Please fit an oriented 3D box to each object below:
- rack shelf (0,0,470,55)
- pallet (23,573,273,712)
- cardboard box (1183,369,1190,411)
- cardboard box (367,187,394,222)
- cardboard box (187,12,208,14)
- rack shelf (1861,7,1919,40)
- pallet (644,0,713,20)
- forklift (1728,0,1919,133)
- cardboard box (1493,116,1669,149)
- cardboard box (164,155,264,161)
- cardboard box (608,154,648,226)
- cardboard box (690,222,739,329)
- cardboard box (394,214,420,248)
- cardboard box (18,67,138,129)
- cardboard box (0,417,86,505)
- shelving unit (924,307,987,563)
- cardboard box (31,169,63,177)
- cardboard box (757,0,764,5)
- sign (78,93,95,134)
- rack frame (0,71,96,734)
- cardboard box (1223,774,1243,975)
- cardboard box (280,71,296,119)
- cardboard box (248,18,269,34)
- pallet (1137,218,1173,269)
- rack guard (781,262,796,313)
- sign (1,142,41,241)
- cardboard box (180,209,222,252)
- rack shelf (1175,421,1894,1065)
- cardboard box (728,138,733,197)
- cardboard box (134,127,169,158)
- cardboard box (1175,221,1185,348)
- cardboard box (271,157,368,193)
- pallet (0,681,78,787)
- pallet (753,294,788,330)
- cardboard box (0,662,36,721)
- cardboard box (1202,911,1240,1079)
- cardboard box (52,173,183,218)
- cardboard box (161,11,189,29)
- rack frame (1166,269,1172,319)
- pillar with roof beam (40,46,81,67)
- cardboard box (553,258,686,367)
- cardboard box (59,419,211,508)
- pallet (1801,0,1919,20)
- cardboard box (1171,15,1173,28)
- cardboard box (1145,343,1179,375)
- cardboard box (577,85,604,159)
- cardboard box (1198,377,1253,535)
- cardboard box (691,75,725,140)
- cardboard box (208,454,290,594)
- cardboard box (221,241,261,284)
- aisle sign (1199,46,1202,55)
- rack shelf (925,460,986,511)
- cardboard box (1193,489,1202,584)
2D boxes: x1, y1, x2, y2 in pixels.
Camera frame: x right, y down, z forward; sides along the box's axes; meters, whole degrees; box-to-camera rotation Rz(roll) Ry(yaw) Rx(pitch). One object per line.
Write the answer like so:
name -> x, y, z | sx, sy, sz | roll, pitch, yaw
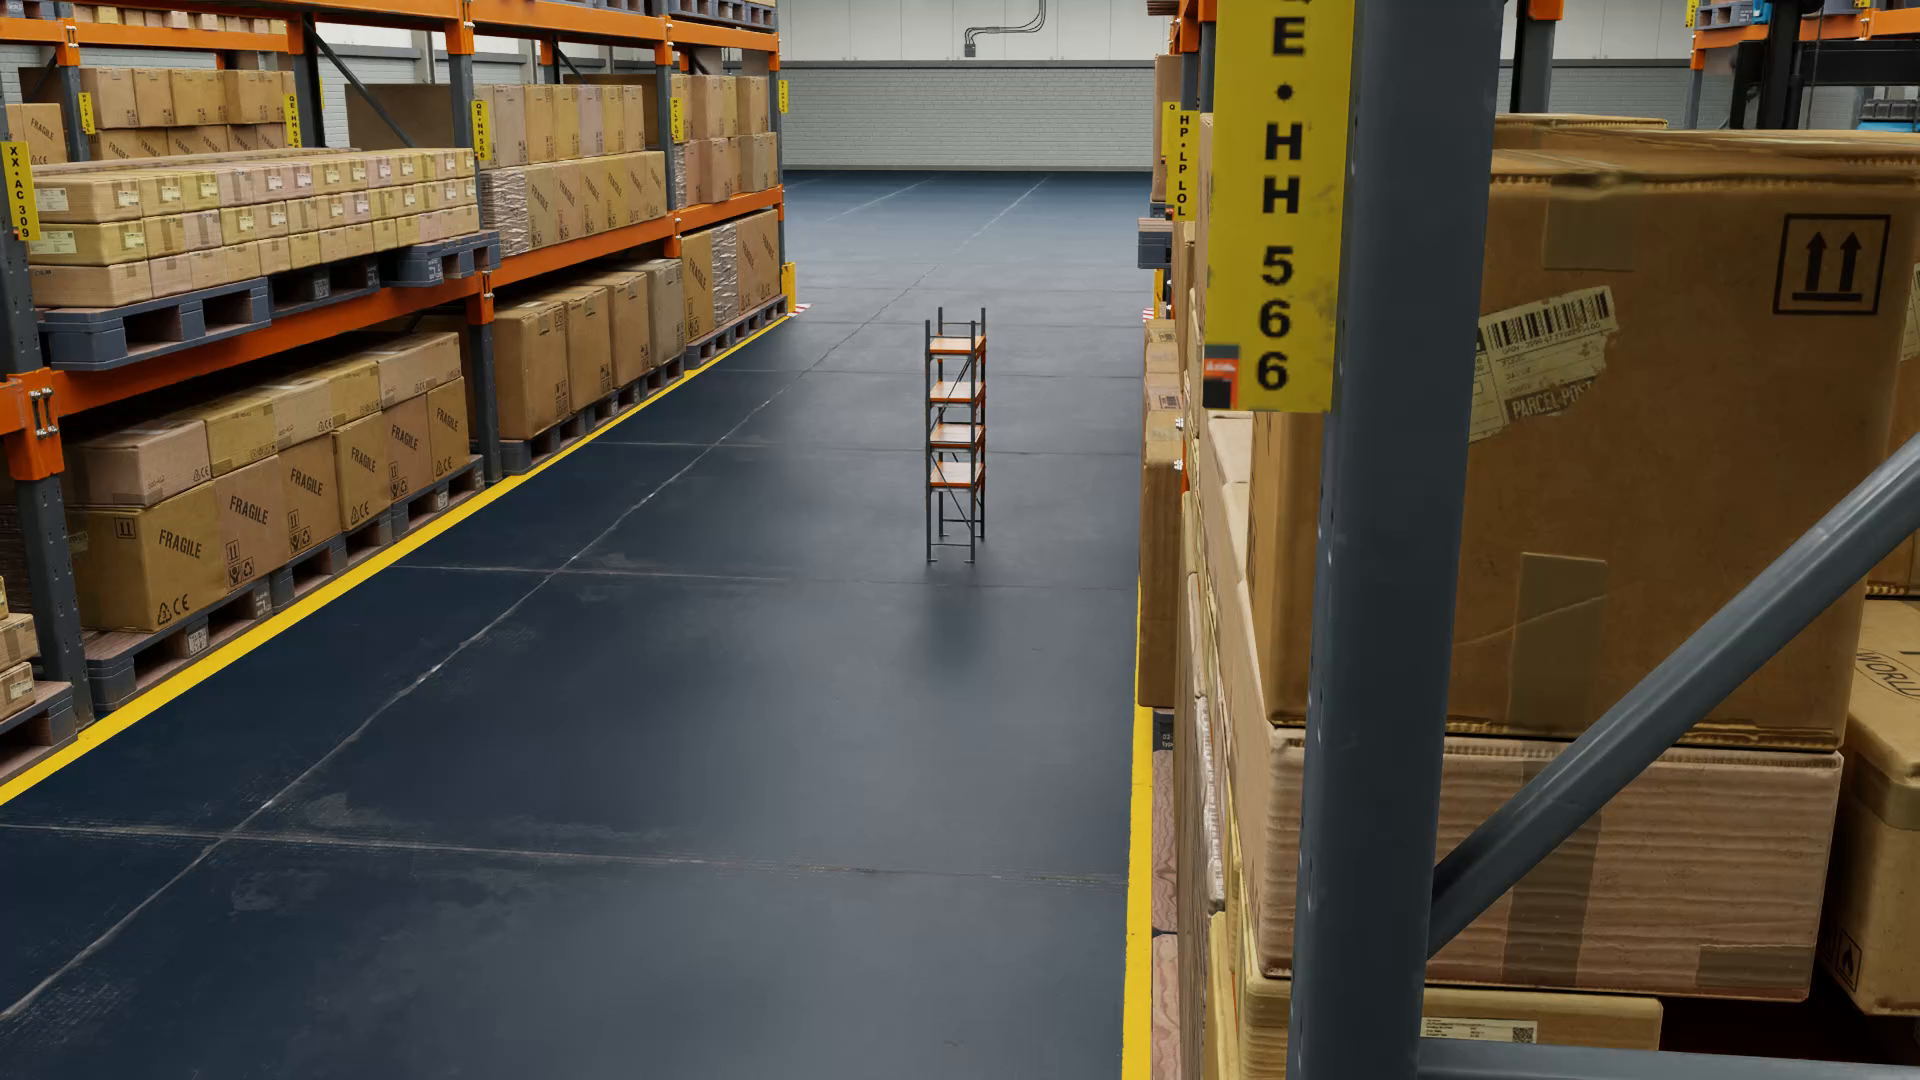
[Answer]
rack shelf -> -3.475, -2.388, 7.377 | 1.077, 0.370, 4.000 | 2, 15, 6
pallet -> -3.614, 0.376, 6.867 | 1.003, 0.211, 1.213 | 2, 15, 6
cardboard box -> 0.852, -0.408, 4.904 | 0.380, 0.149, 0.250 | 2, 15, 6
cardboard box -> -2.967, -1.622, 8.021 | 0.380, 0.149, 0.250 | 2, 15, 6
cardboard box -> -7.233, -4.982, 15.312 | 0.500, 0.250, 0.500 | 2, 15, 7
rack shelf -> 6.815, -3.107, 10.037 | 1.077, 0.370, 4.000 | 2, 15, 6
pallet -> -2.695, -4.460, 13.833 | 1.003, 0.211, 1.213 | 2, 15, 6
forklift -> 4.385, -1.445, 8.391 | 1.130, 2.935, 3.031 | 6, 16, 21
cardboard box -> 1.369, -0.772, 4.051 | 0.500, 0.500, 0.500 | 2, 15, 7
cardboard box -> -3.613, -1.788, 8.064 | 0.380, 0.149, 0.250 | 2, 15, 9
cardboard box -> -2.648, -2.617, 12.402 | 0.500, 0.500, 0.500 | 2, 15, 6
cardboard box -> -2.560, -2.415, 15.113 | 0.875, 0.875, 0.875 | 2, 15, 7
cardboard box -> -2.939, -1.550, 8.324 | 0.380, 0.149, 0.250 | 1, 15, 6
cardboard box -> -7.463, -3.745, 14.088 | 0.700, 0.500, 0.500 | 2, 15, 6
cardboard box -> -3.868, -0.327, 6.672 | 0.500, 0.250, 0.500 | 1, 15, 5
shelving unit -> -0.019, -0.536, 8.347 | 0.258, 1.200, 0.503 | 2, 15, 6
cardboard box -> -3.789, -1.383, 6.568 | 0.380, 0.149, 0.250 | 1, 15, 4
cardboard box -> -2.105, -5.230, 15.996 | 0.380, 0.149, 0.250 | 2, 15, 7
sign -> -7.176, -3.506, 13.663 | 0.100, 0.325, 0.005 | 2, 15, 6
rack frame -> -3.701, -0.768, 5.756 | 1.000, 3.000, 0.127 | 2, 15, 6
cardboard box -> 0.505, 0.393, 1.942 | 0.380, 0.149, 0.250 | 2, 15, 7
cardboard box -> -7.117, -4.536, 17.012 | 0.700, 0.500, 0.500 | 1, 15, 5
cardboard box -> -7.098, -5.092, 16.483 | 0.380, 0.149, 0.250 | 2, 15, 8
pallet -> 1.642, -1.729, 9.676 | 1.213, 0.211, 1.003 | 2, 15, 6
rack guard -> -2.344, -2.680, 17.615 | 1.175, 0.500, 0.348 | 2, 15, 6
sign -> -3.161, -1.172, 5.591 | 0.100, 0.325, 0.005 | 2, 15, 6
cardboard box -> -3.143, -1.216, 6.519 | 0.380, 0.149, 0.250 | 2, 15, 8
rack shelf -> 0.990, 0.270, 3.294 | 1.077, 0.370, 4.000 | 2, 15, 6
cardboard box -> -2.591, -3.432, 15.319 | 0.875, 0.550, 0.500 | 2, 15, 6
cardboard box -> -7.368, -3.391, 14.695 | 0.500, 0.500, 0.500 | 2, 15, 6
cardboard box -> 1.112, -1.037, 6.560 | 0.500, 0.500, 0.500 | 2, 15, 6
cardboard box -> -2.997, -1.698, 7.733 | 0.380, 0.149, 0.250 | 2, 15, 9
pallet -> -3.741, 0.753, 5.472 | 1.003, 0.211, 1.213 | 2, 15, 6
pallet -> -2.359, -2.325, 16.855 | 1.003, 0.211, 1.213 | 2, 15, 6
cardboard box -> -3.406, 0.517, 5.660 | 0.380, 0.149, 0.250 | 2, 15, 7
cardboard box -> 0.758, 1.096, 2.127 | 0.875, 0.875, 0.875 | 2, 15, 6
cardboard box -> -3.174, -1.298, 6.252 | 0.380, 0.149, 0.250 | 2, 15, 8
cardboard box -> -7.216, -4.695, 15.012 | 0.380, 0.149, 0.250 | 1, 15, 5
rack frame -> 2.119, -2.671, 12.792 | 1.000, 3.000, 0.127 | 2, 15, 6
pillar with roof beam -> -8.228, -8.317, 22.179 | 9.100, 9.000, 0.400 | 2, 15, 6
cardboard box -> -2.779, -1.796, 13.063 | 1.050, 0.750, 0.750 | 2, 15, 6
cardboard box -> -3.355, -0.310, 6.610 | 0.500, 0.250, 0.500 | 1, 15, 4
pallet -> 7.025, -4.072, 12.588 | 1.213, 0.211, 1.003 | 2, 15, 6
cardboard box -> 2.147, -4.704, 14.853 | 0.500, 0.250, 0.500 | 2, 15, 6
cardboard box -> 1.461, -0.401, 7.664 | 1.225, 0.875, 0.875 | 2, 15, 6
cardboard box -> -2.962, -2.980, 11.831 | 0.700, 0.500, 0.500 | 2, 15, 7
cardboard box -> 0.725, -0.162, 3.231 | 0.500, 0.250, 0.500 | 2, 15, 6
cardboard box -> -2.578, -3.813, 14.662 | 0.875, 0.550, 0.550 | 2, 15, 6
cardboard box -> -3.296, -0.085, 7.215 | 0.500, 0.500, 0.500 | 2, 15, 9
cardboard box -> -3.112, -1.140, 6.808 | 0.380, 0.149, 0.250 | 2, 15, 7
aisle sign -> 2.279, -4.988, 16.382 | 0.394, 0.787, 0.004 | 2, 15, 6
rack shelf -> -0.019, -0.280, 8.416 | 0.258, 0.148, 0.480 | 2, 15, 6
cardboard box -> 0.678, -0.003, 3.409 | 0.380, 0.149, 0.250 | 1, 15, 5
